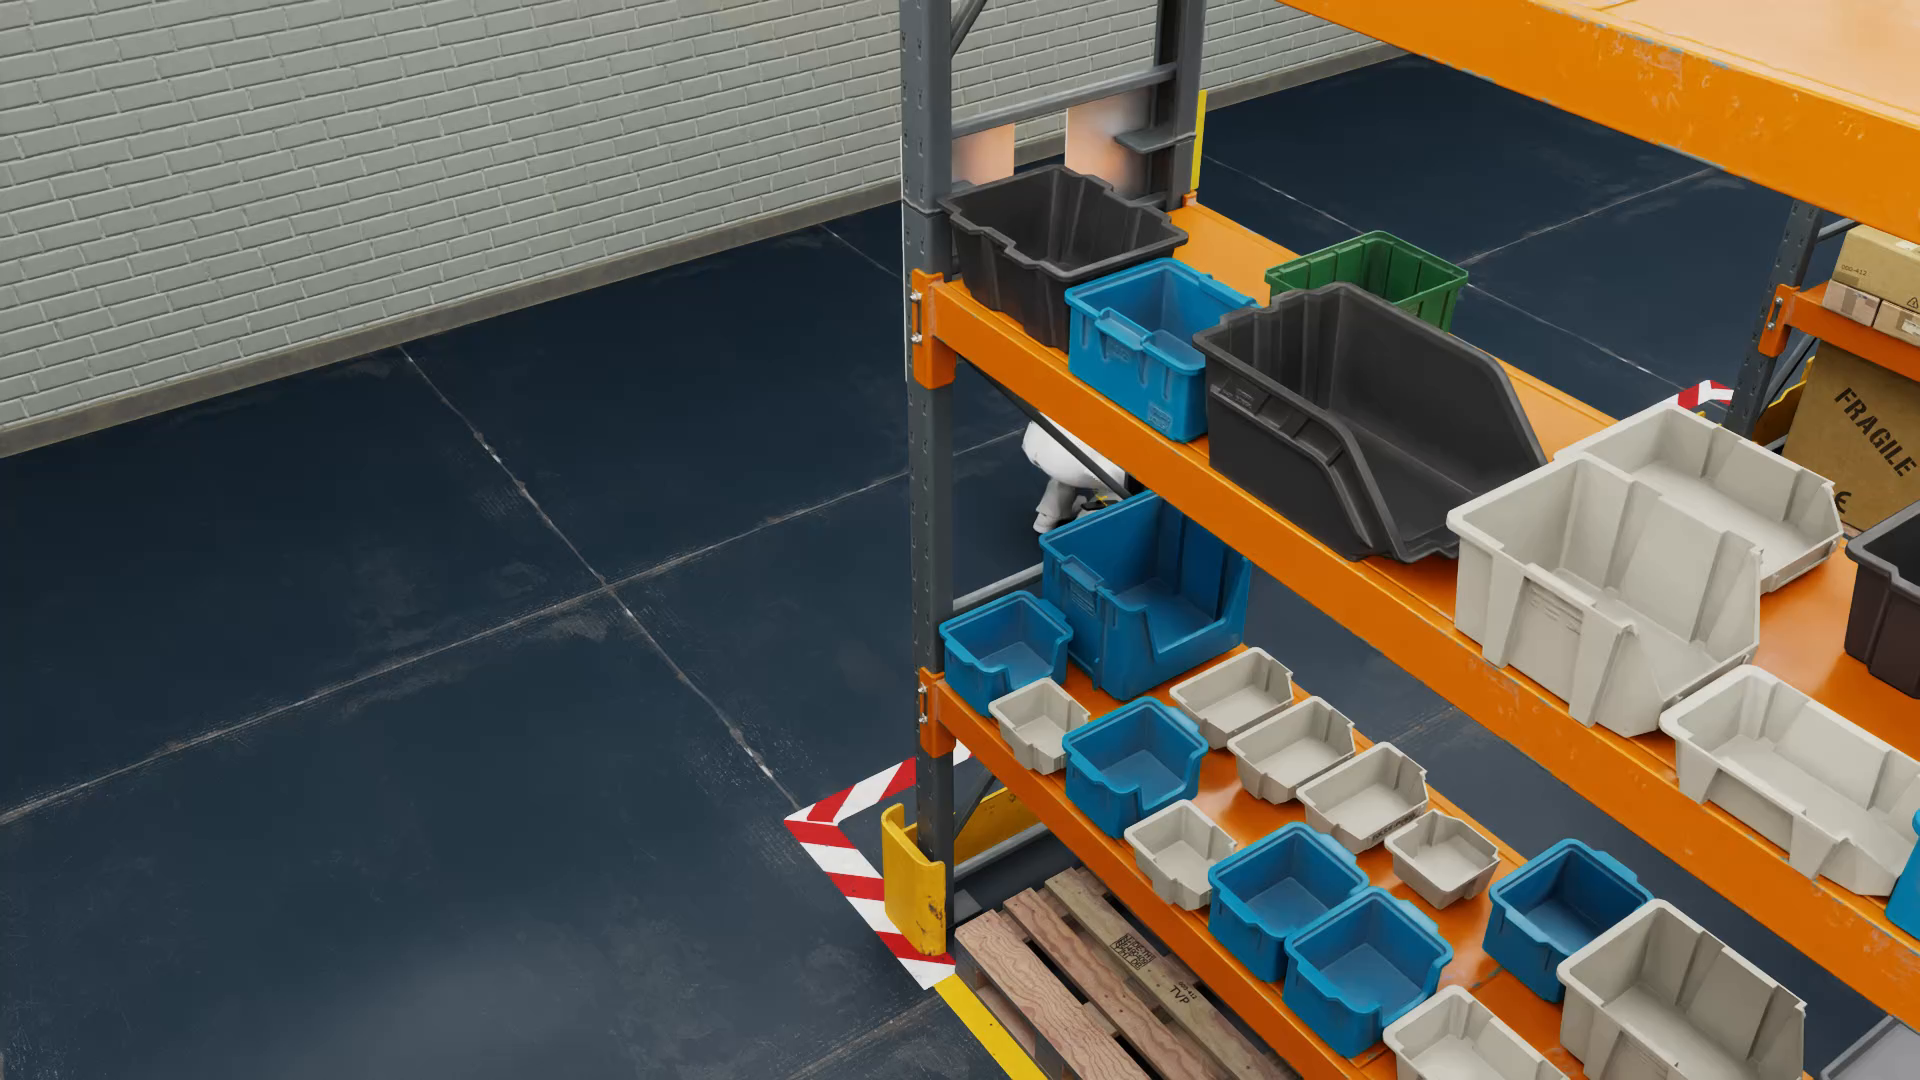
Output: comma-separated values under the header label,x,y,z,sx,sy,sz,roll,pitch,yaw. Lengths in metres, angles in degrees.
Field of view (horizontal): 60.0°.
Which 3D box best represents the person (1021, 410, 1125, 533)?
label,x,y,z,sx,sy,sz,roll,pitch,yaw
person,0.733,-0.420,8.423,0.952,0.849,0.581,-24,42,-29
